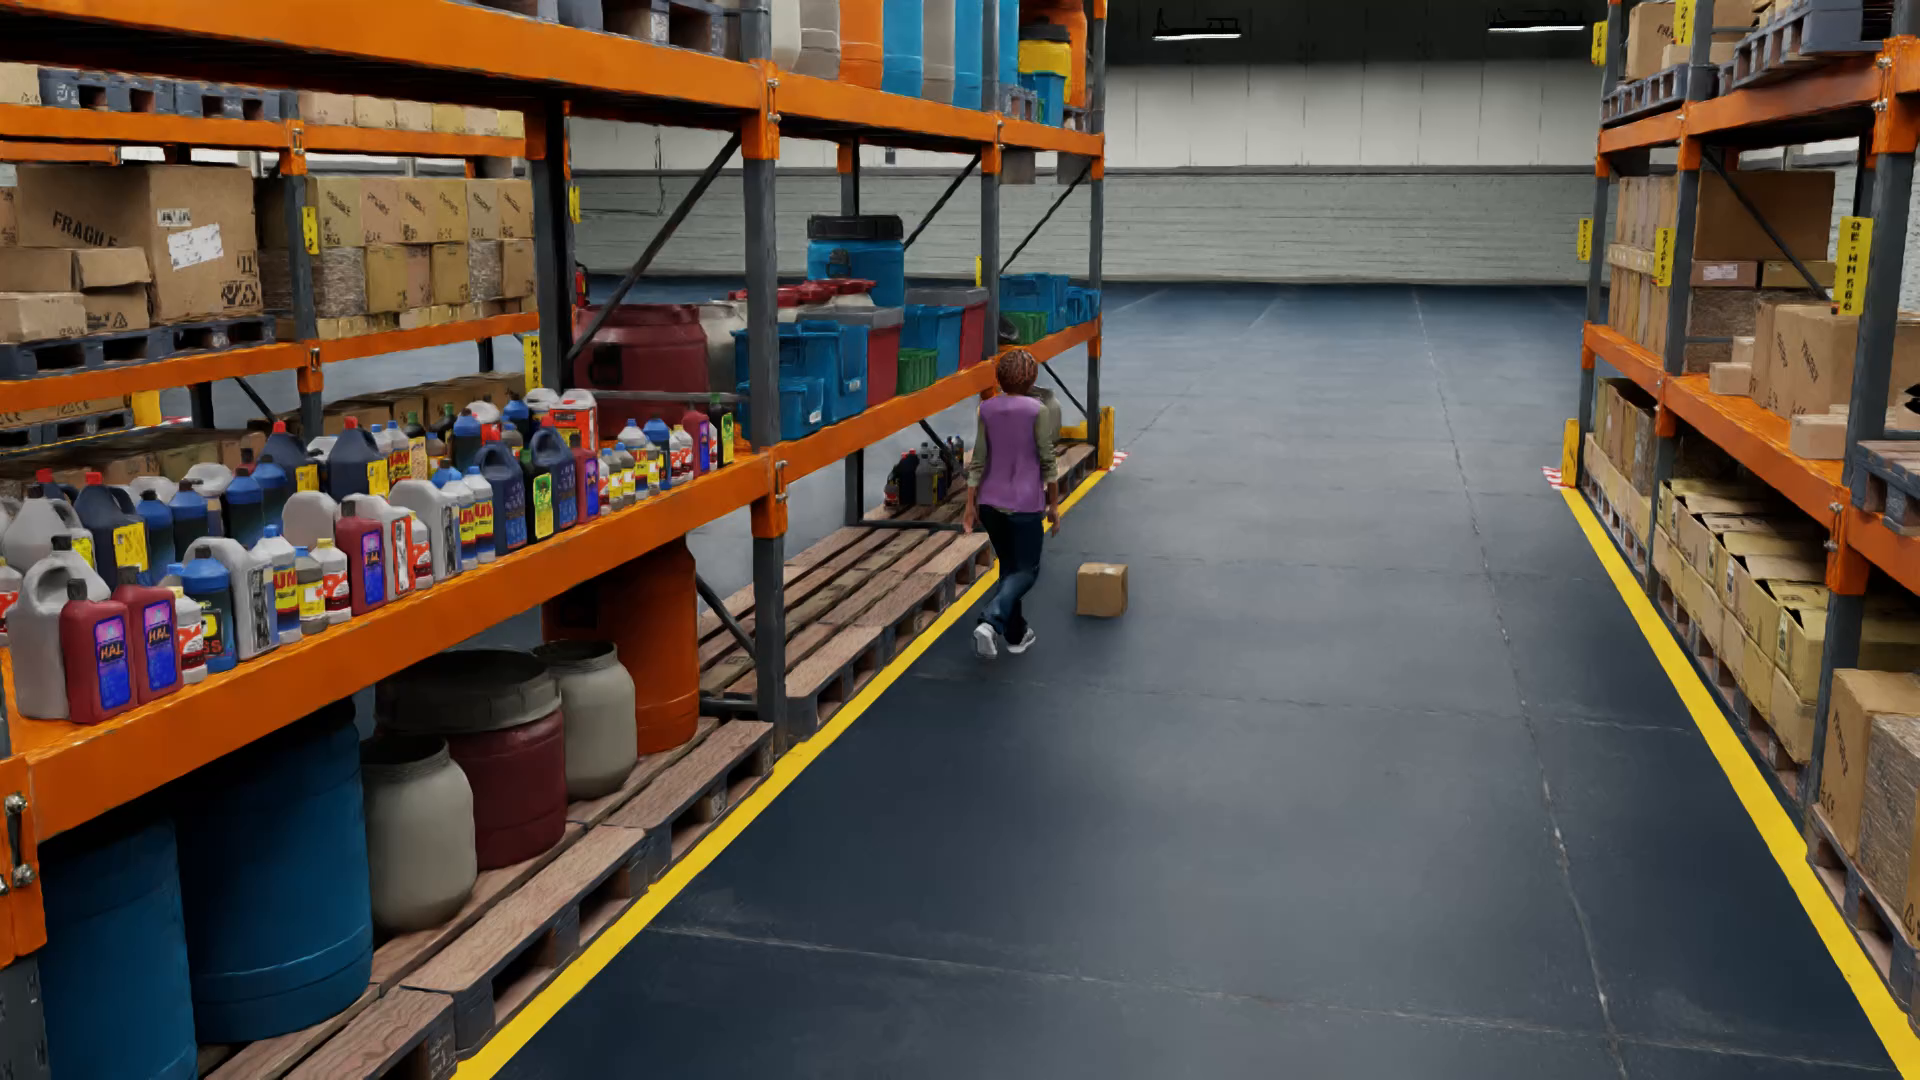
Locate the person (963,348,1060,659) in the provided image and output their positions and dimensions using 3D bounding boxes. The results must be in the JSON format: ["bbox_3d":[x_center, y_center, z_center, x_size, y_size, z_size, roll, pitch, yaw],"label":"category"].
[{"bbox_3d":[0.240,-0.161,8.235,0.467,1.561,0.797,6,13,26],"label":"person"}]
